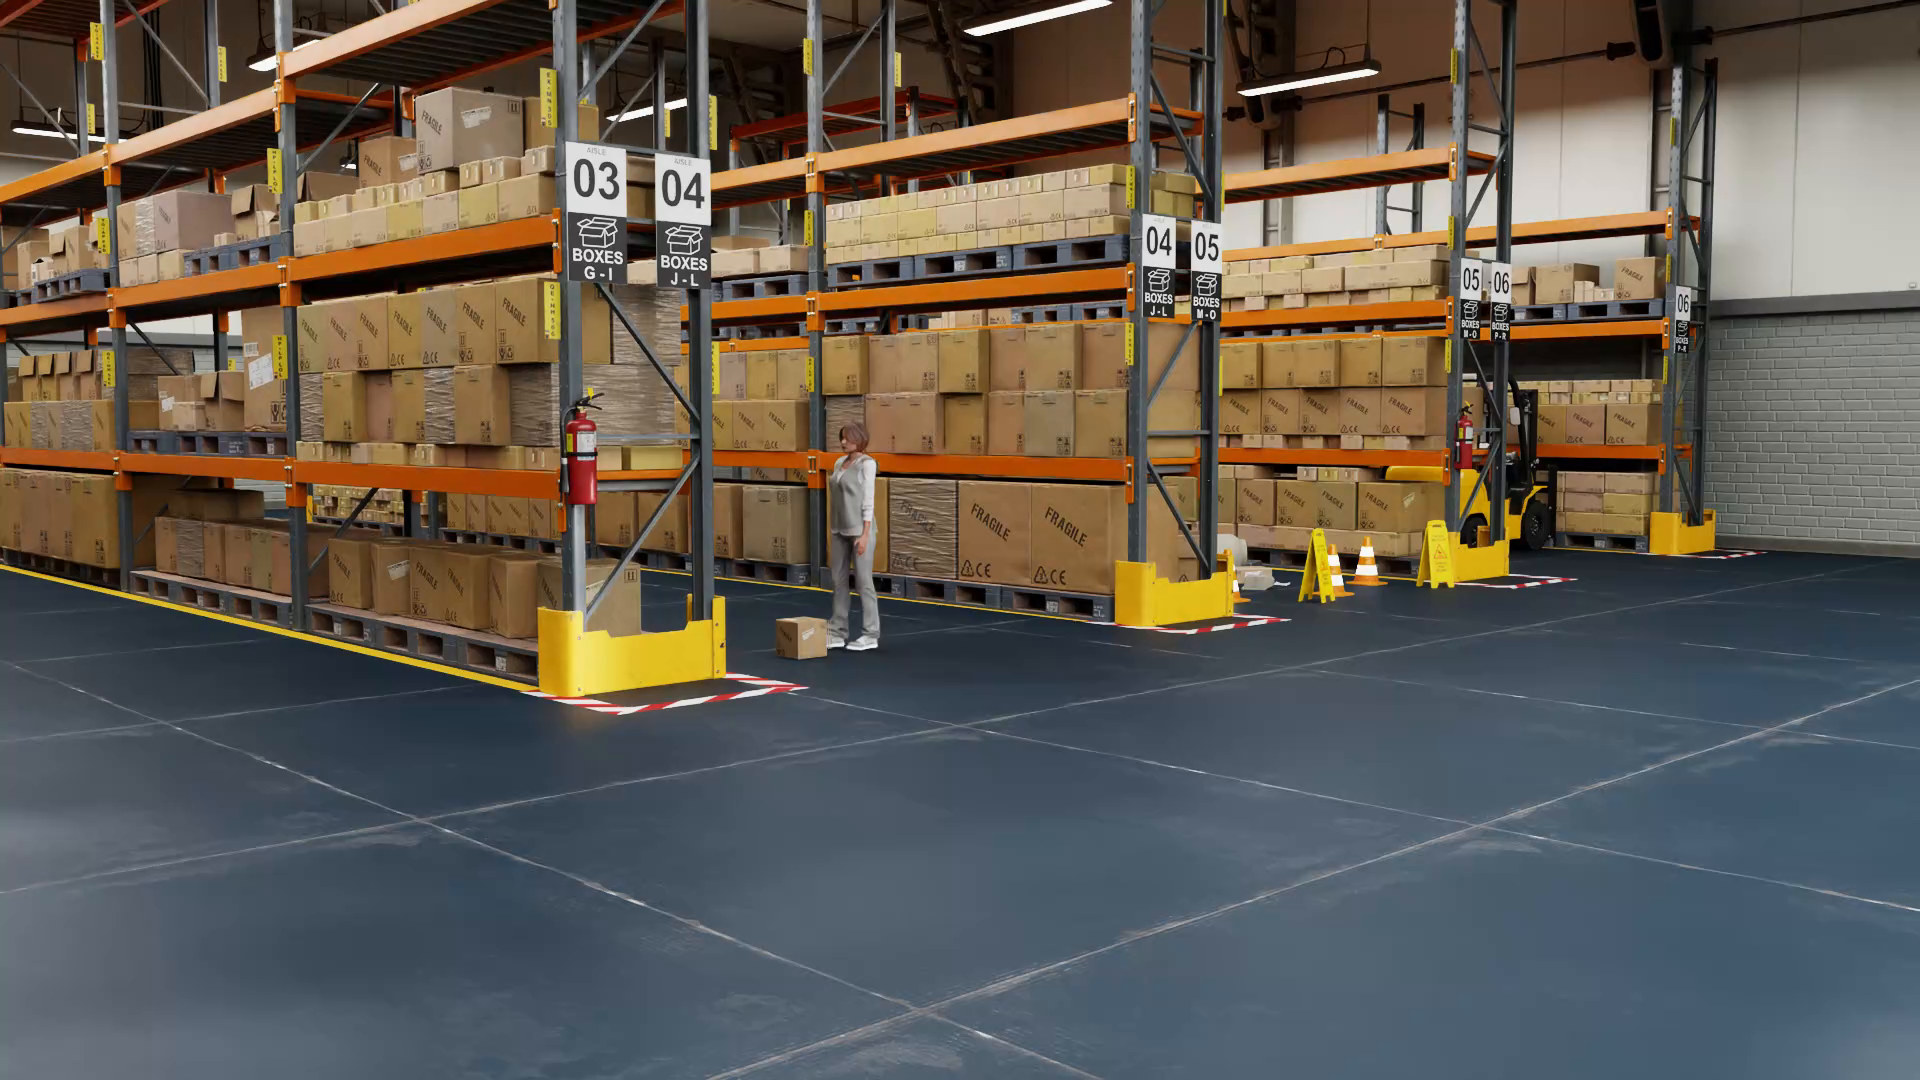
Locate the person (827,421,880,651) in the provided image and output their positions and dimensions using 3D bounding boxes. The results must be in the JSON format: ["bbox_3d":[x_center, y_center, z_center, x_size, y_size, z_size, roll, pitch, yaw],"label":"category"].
[{"bbox_3d":[-0.775,-0.028,11.594,0.426,1.598,0.408,-4,6,-43],"label":"person"}]
